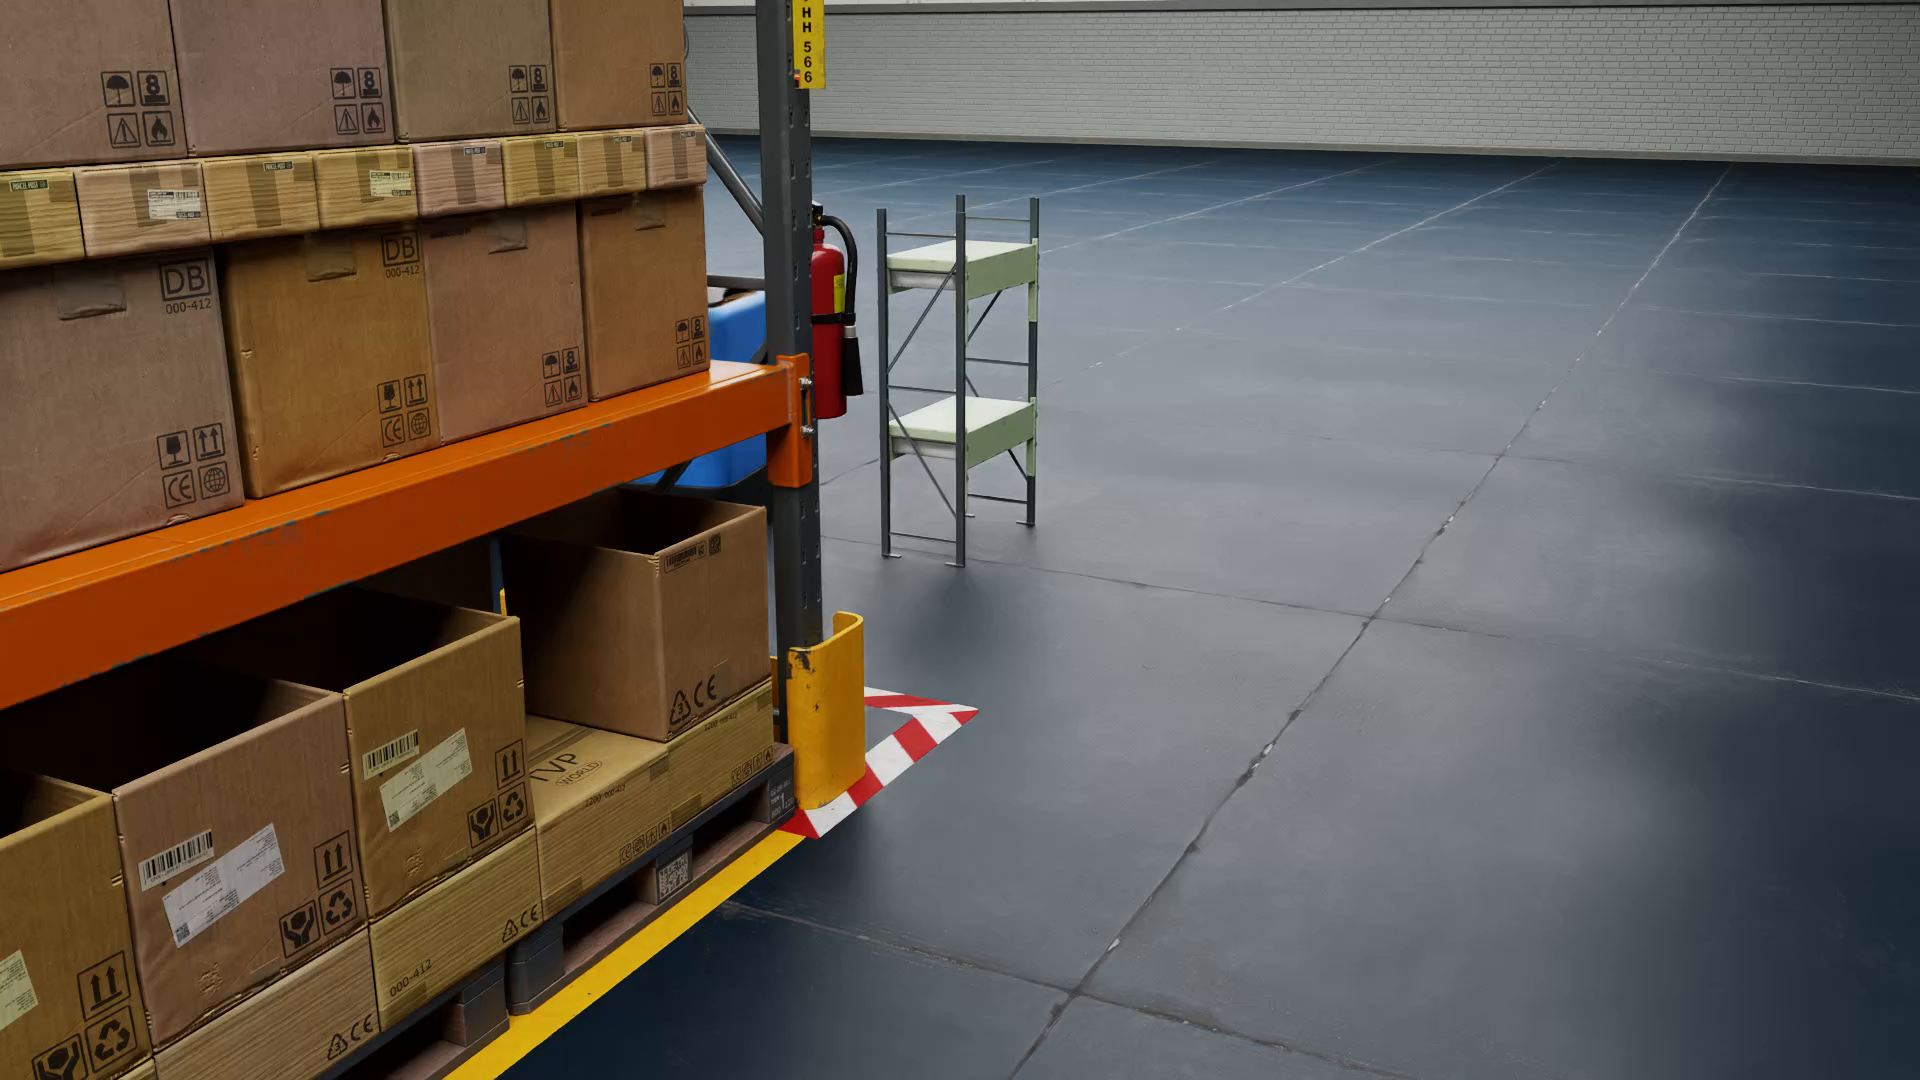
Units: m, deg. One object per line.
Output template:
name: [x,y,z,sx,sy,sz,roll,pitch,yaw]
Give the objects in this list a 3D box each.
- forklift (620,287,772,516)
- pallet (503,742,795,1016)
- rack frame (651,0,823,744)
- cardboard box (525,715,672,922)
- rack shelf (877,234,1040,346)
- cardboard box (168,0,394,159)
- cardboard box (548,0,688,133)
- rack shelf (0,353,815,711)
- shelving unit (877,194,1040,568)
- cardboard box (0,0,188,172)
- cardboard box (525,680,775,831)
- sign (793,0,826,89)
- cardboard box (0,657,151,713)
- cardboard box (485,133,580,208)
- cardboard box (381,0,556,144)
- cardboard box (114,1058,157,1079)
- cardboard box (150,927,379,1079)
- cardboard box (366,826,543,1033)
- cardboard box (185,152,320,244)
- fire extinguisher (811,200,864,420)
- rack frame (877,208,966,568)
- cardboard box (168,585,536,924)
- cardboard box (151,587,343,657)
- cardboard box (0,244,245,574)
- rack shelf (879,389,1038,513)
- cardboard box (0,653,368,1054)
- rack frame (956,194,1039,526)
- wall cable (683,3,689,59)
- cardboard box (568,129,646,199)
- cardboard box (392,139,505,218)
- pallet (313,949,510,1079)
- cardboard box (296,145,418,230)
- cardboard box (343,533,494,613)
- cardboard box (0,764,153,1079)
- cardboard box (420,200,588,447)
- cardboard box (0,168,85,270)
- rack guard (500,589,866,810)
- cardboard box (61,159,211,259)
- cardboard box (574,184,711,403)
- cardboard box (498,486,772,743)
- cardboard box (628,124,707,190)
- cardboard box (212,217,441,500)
forklift: [-2.324,-1.581,7.701,3.031,2.935,1.130,5,17,15]
pallet: [-1.182,0.783,4.516,1.003,0.211,1.213,8,18,25]
rack frame: [-0.878,-0.753,4.793,1.000,3.000,0.127,8,18,25]
cardboard box: [-1.066,0.666,4.104,0.500,0.250,0.500,8,18,25]
rack shelf: [0.003,-1.095,7.205,0.431,0.370,0.720,8,18,25]
cardboard box: [-1.576,-1.029,3.267,0.700,0.500,0.500,8,18,26]
cardboard box: [-1.122,-1.292,4.153,0.700,0.500,0.500,8,18,26]
rack shelf: [-1.772,0.101,3.180,1.077,0.370,4.000,8,18,25]
shelving unit: [0.003,-0.721,7.317,0.431,1.500,0.755,8,18,25]
cardboard box: [-1.800,-0.902,2.838,0.700,0.500,0.500,8,18,25]
cardboard box: [-0.853,0.538,4.538,0.500,0.250,0.500,8,18,25]
sign: [-0.399,-1.349,4.350,0.100,0.325,0.005,8,18,25]
cardboard box: [-1.989,0.494,3.368,0.500,0.500,0.500,8,18,25]
cardboard box: [-1.108,-0.859,3.832,0.380,0.149,0.250,8,18,25]
cardboard box: [-1.352,-1.158,3.700,0.700,0.500,0.500,8,18,24]
cardboard box: [-1.731,1.049,2.815,0.500,0.250,0.500,8,18,25]
cardboard box: [-1.513,0.921,3.246,0.500,0.250,0.500,8,18,25]
cardboard box: [-1.288,0.794,3.674,0.500,0.250,0.500,8,18,25]
cardboard box: [-1.456,-0.661,3.166,0.380,0.149,0.250,9,19,27]
fire extinguisher: [-0.410,-0.687,4.706,0.296,0.674,0.183,8,18,25]
rack frame: [-0.161,-0.627,7.003,0.400,1.500,0.023,8,18,25]
cardboard box: [-1.285,0.435,3.566,0.500,0.500,0.500,8,18,25]
cardboard box: [-1.750,0.369,3.789,0.500,0.500,0.500,8,18,25]
cardboard box: [-1.787,-0.289,3.055,0.700,0.500,0.500,9,19,27]
rack shelf: [0.003,-0.408,7.409,0.431,0.370,0.720,8,18,25]
cardboard box: [-1.510,0.562,3.138,0.500,0.500,0.500,8,18,25]
rack frame: [0.167,-0.814,7.630,0.400,1.500,0.023,8,18,25]
wall cable: [-8.259,-13.454,42.471,3.097,2.526,0.112,8,18,25]
cardboard box: [-0.994,-0.924,4.052,0.380,0.149,0.250,9,19,27]
cardboard box: [-1.223,-0.795,3.617,0.380,0.149,0.250,8,18,26]
pallet: [-1.729,1.093,3.473,1.003,0.211,1.213,8,18,25]
cardboard box: [-1.340,-0.728,3.392,0.380,0.149,0.250,9,19,27]
cardboard box: [-1.538,0.240,4.223,0.500,0.500,0.500,8,18,25]
cardboard box: [-1.731,0.690,2.708,0.500,0.500,0.500,8,18,25]
cardboard box: [-1.328,-0.550,3.931,0.700,0.500,0.500,9,19,27]
cardboard box: [-1.683,-0.532,2.733,0.380,0.149,0.250,8,18,25]
rack guard: [-0.867,0.439,5.169,1.175,0.500,0.348,8,18,25]
cardboard box: [-1.570,-0.595,2.946,0.380,0.149,0.250,8,18,25]
cardboard box: [-1.098,-0.684,4.383,0.700,0.500,0.500,8,18,25]
cardboard box: [-0.851,0.178,4.430,0.500,0.500,0.500,8,18,25]
cardboard box: [-0.878,-0.991,4.277,0.380,0.149,0.250,8,18,24]
cardboard box: [-1.556,-0.424,3.508,0.700,0.500,0.500,8,18,26]
